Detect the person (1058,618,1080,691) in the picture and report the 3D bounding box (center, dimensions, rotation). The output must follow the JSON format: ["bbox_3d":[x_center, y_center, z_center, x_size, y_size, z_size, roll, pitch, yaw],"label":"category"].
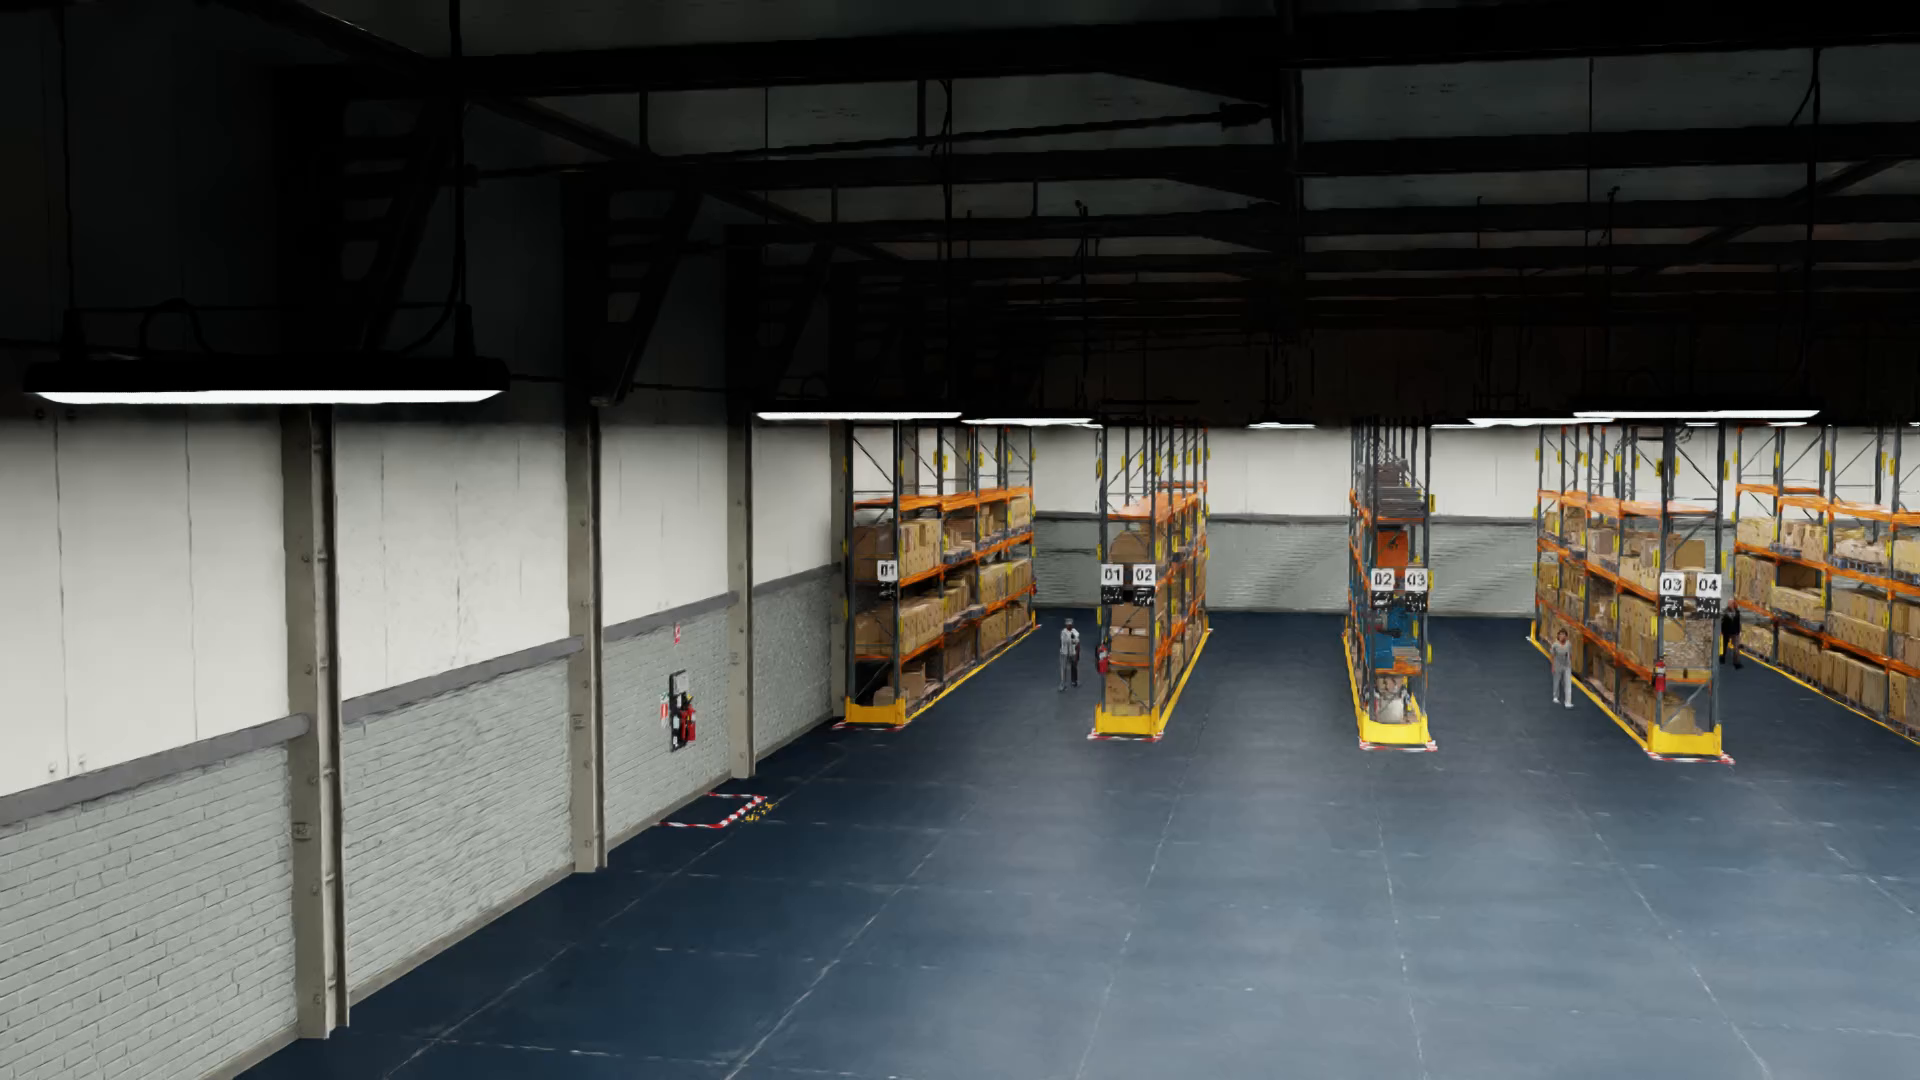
[{"bbox_3d":[2.410,2.481,36.488,0.445,1.590,1.091,1,4,9],"label":"person"}]

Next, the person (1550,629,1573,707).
[{"bbox_3d":[12.424,2.618,34.359,0.447,1.588,1.095,1,4,15],"label":"person"}]

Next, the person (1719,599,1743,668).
[{"bbox_3d":[18.525,2.224,40.026,0.543,1.648,1.115,1,4,14],"label":"person"}]
